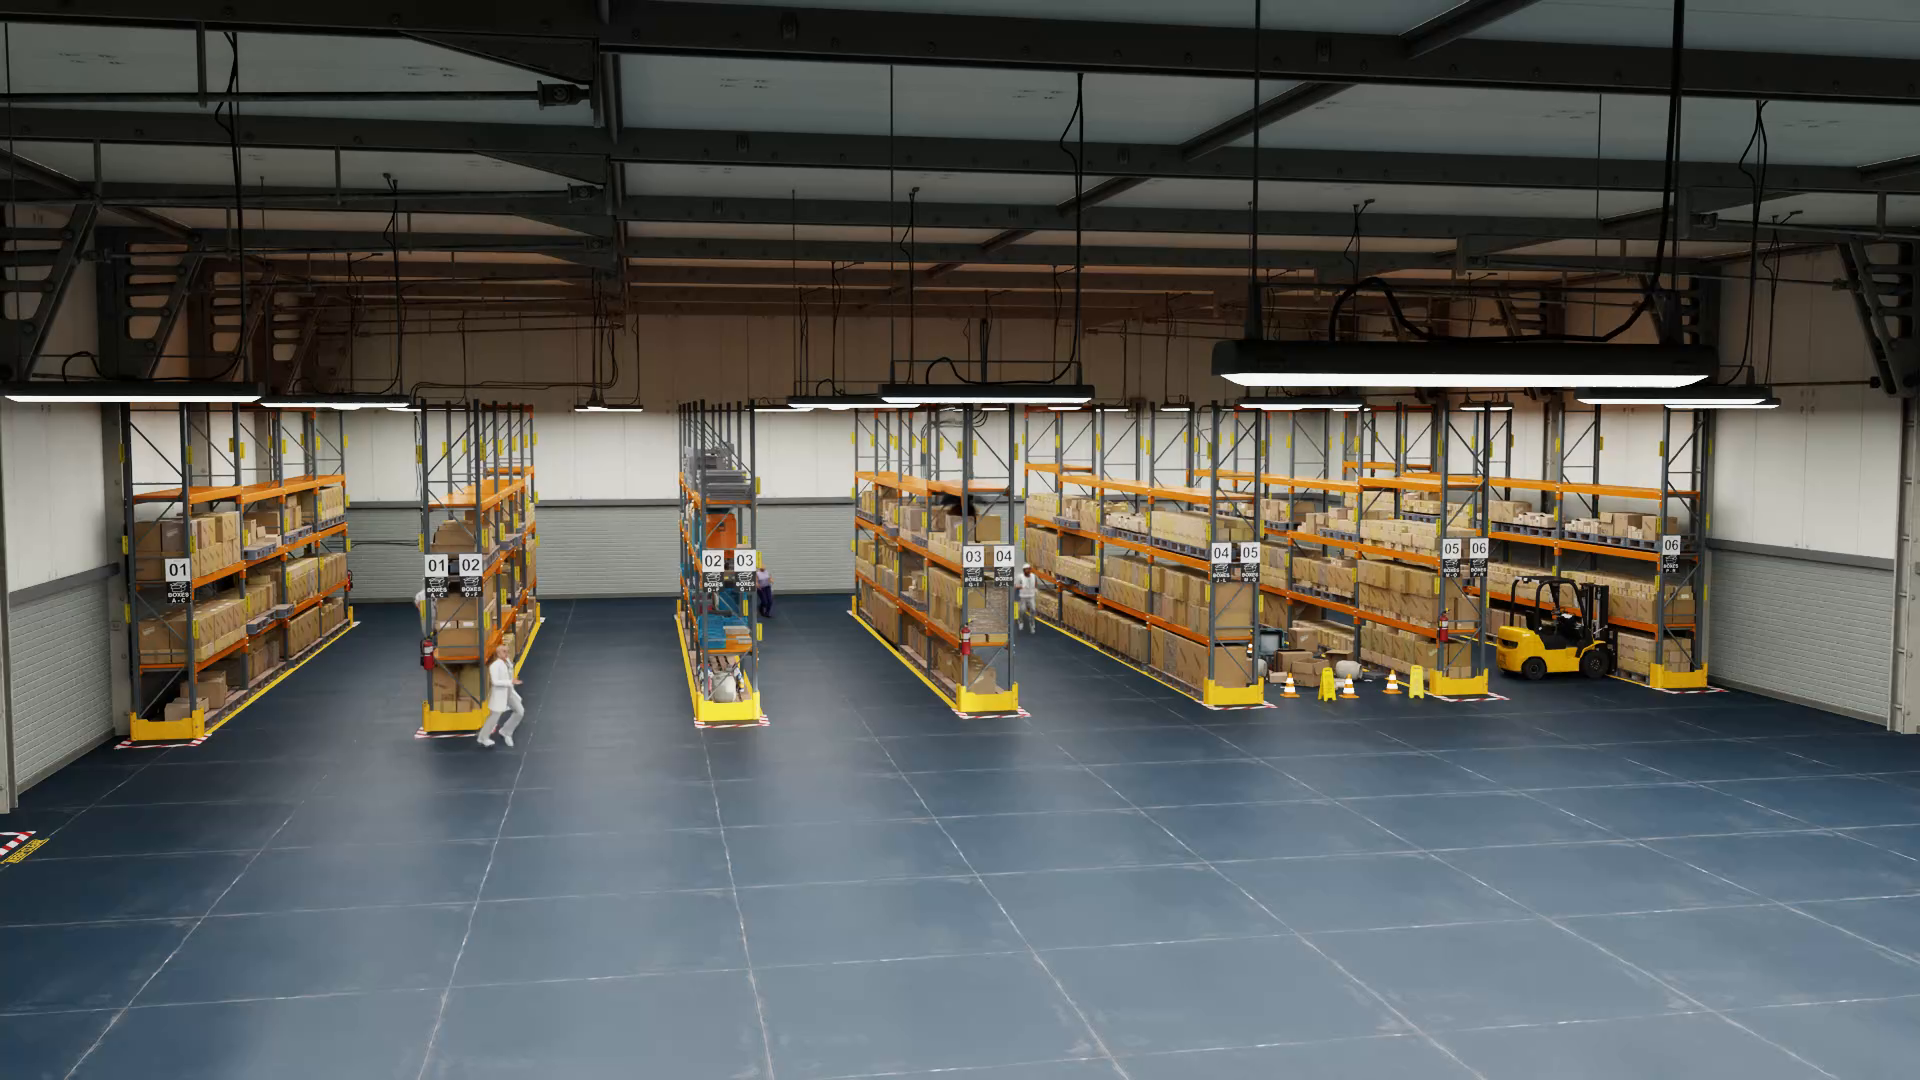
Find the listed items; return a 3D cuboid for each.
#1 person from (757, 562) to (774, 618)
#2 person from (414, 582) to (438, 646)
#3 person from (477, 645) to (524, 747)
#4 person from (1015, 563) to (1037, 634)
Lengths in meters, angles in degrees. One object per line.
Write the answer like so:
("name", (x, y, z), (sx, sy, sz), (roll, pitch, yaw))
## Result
("person", (-5.494, 1.419, 46.610), (0.619, 1.581, 0.569), (-3, 5, -37))
("person", (-12.882, 1.842, 40.317), (0.644, 1.707, 0.722), (0, 4, -5))
("person", (-7.850, 2.680, 28.572), (0.933, 1.770, 0.730), (2, 5, 23))
("person", (1.744, 1.535, 43.667), (0.704, 1.851, 0.796), (-1, 4, -15))
